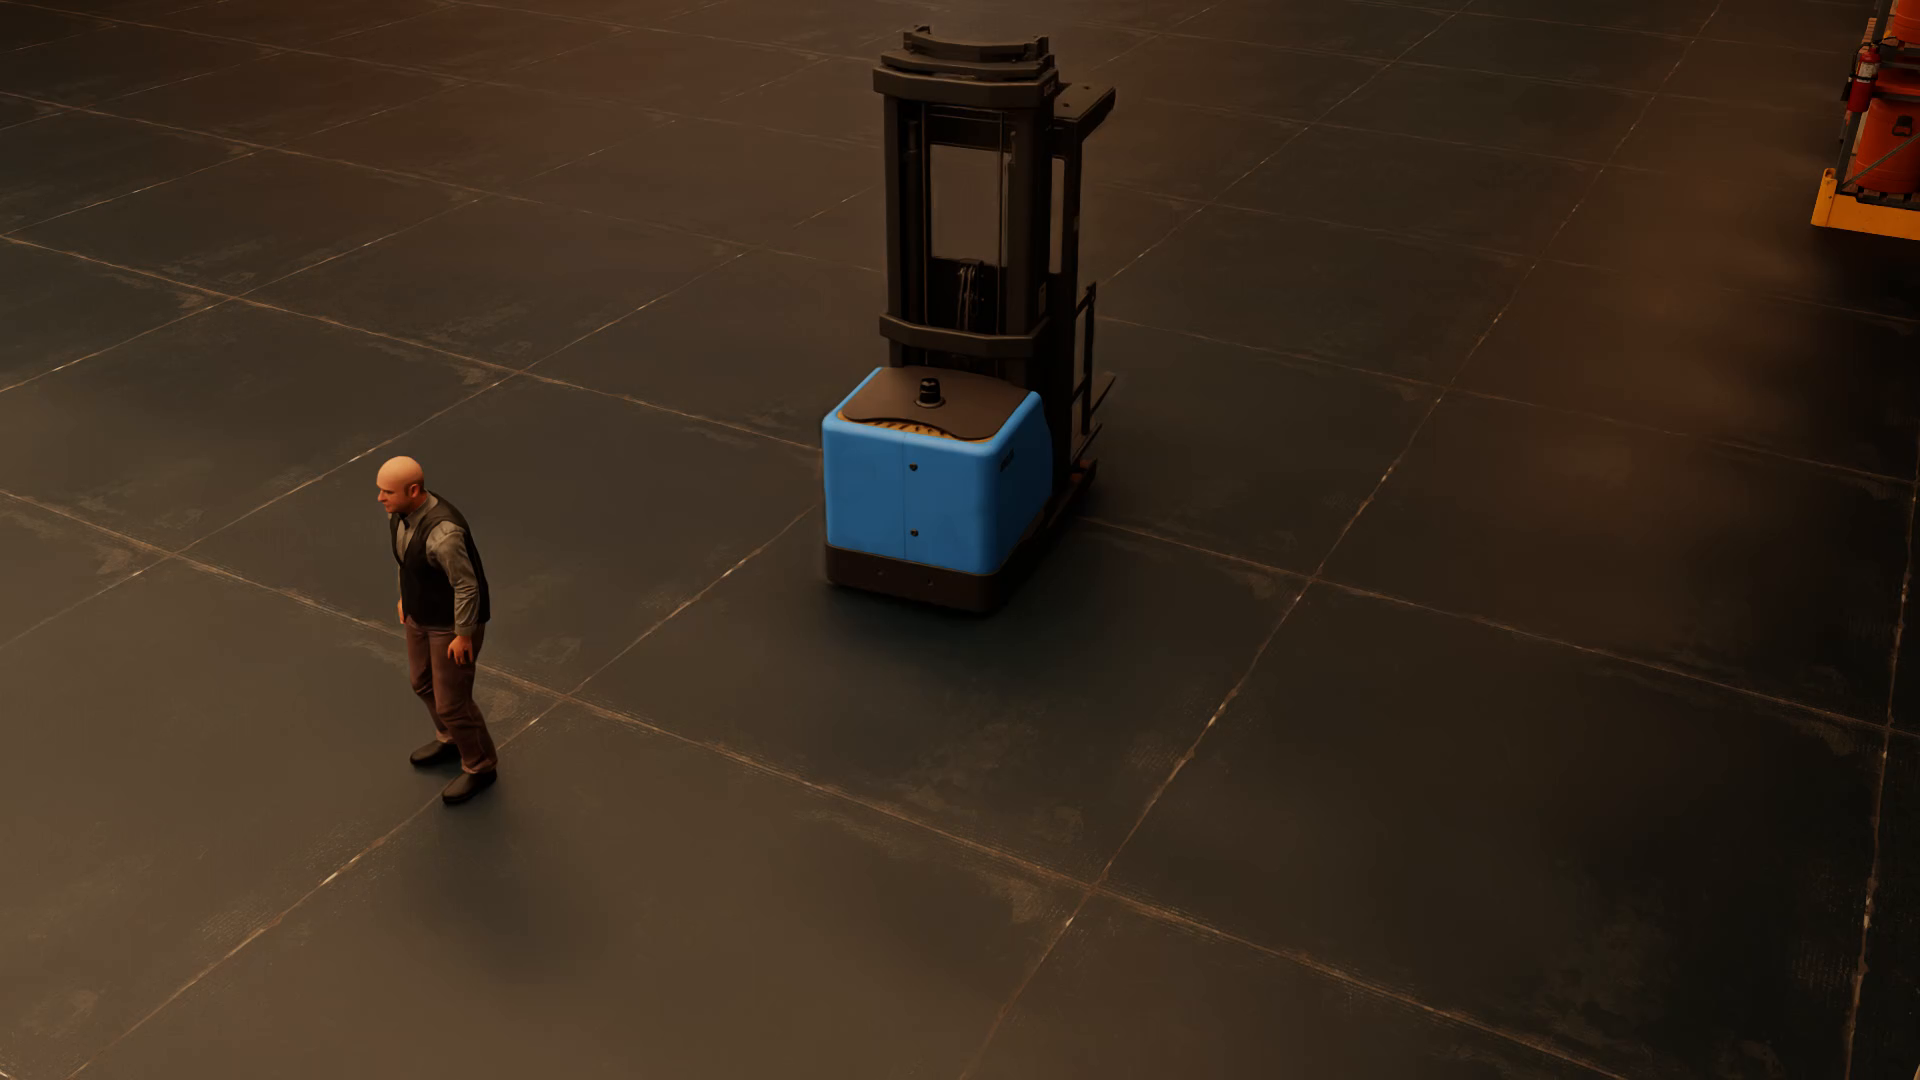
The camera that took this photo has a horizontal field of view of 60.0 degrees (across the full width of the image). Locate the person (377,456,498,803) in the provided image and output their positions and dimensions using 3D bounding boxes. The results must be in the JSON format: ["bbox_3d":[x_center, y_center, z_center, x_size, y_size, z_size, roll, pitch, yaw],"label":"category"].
[{"bbox_3d":[-2.389,0.367,7.650,0.433,1.721,0.583,-25,38,-36],"label":"person"}]

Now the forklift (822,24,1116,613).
[{"bbox_3d":[0.230,-1.590,9.826,1.130,2.935,3.031,11,32,18],"label":"forklift"}]
